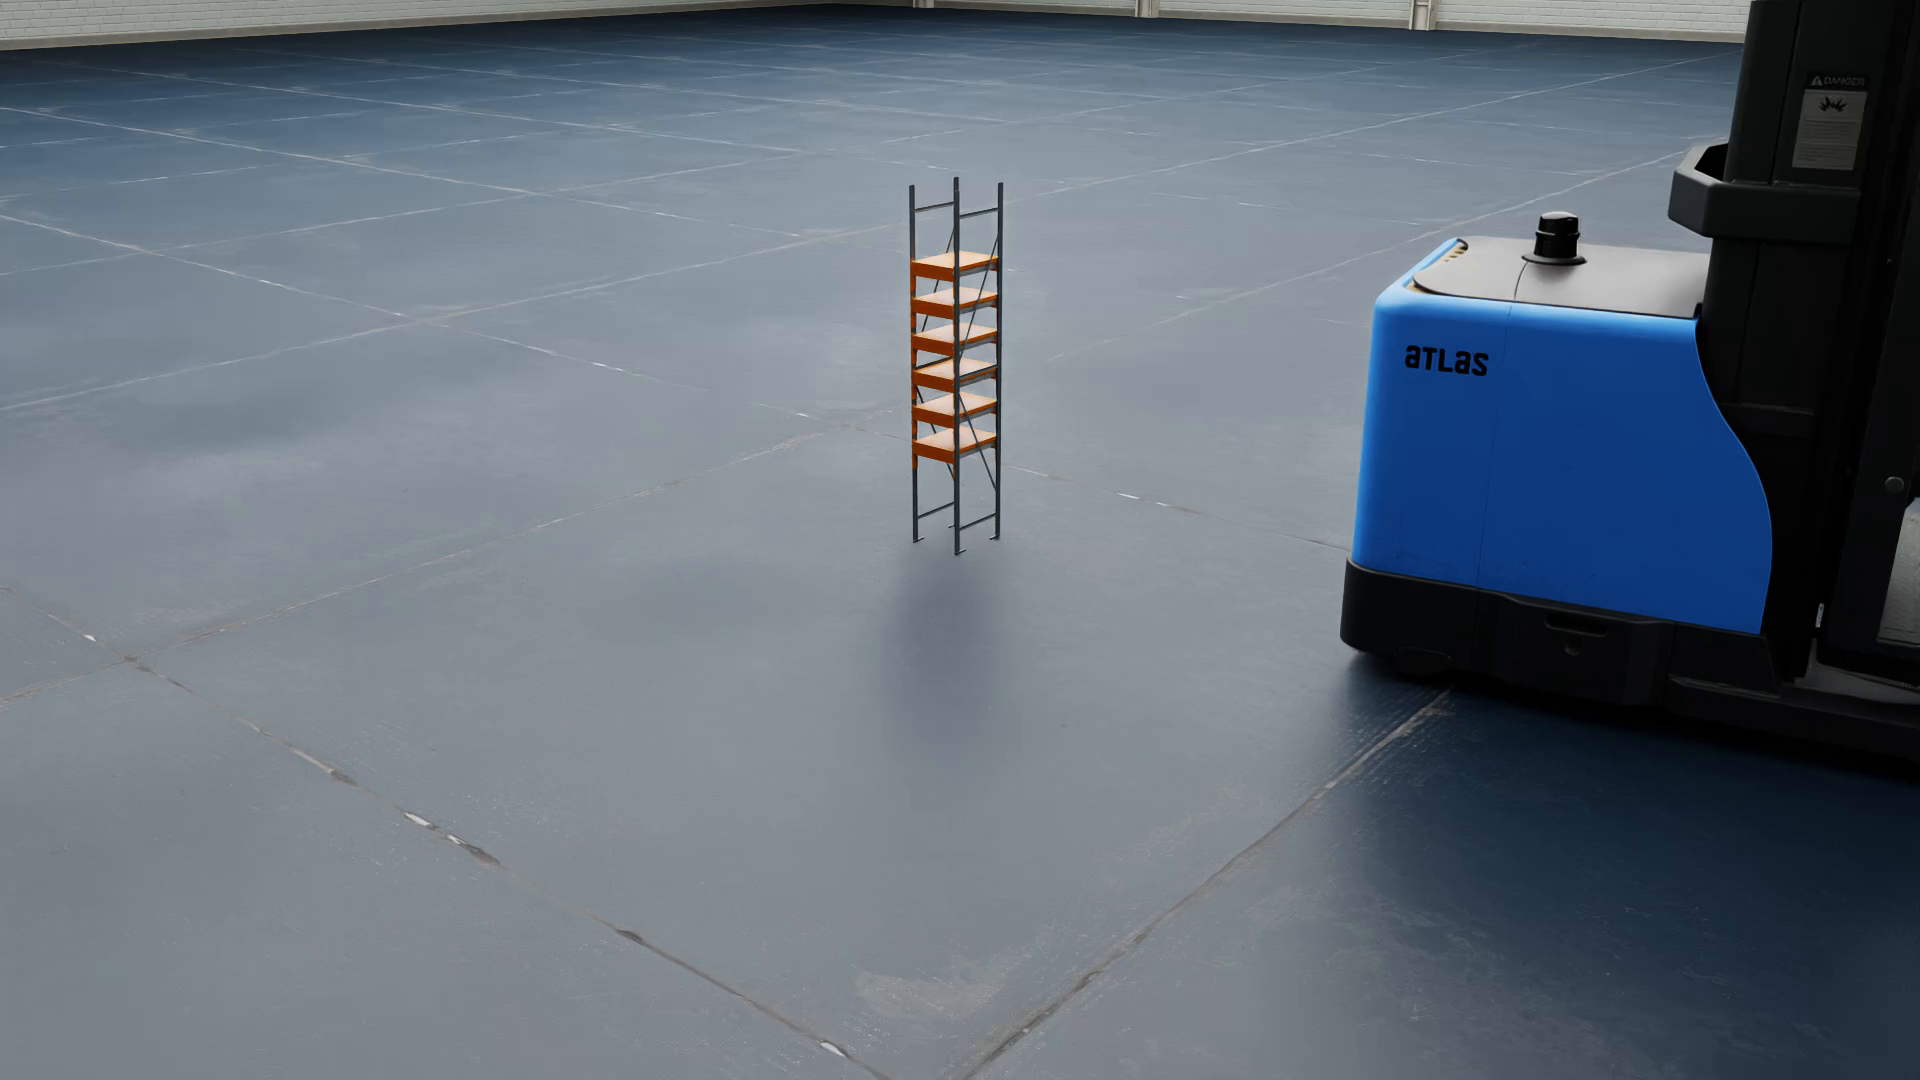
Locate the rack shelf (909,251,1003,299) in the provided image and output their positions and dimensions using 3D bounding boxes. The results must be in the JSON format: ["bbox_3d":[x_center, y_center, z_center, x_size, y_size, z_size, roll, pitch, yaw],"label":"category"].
[{"bbox_3d":[-0.011,-0.860,5.354,0.180,0.103,0.258,16,26,36],"label":"rack shelf"}]

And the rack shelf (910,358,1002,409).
[{"bbox_3d":[-0.011,-0.523,5.481,0.180,0.103,0.258,16,26,36],"label":"rack shelf"}]

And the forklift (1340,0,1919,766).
[{"bbox_3d":[2.632,-0.931,3.982,3.031,2.935,1.130,10,23,25],"label":"forklift"}]

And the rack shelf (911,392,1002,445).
[{"bbox_3d":[-0.011,-0.411,5.523,0.180,0.103,0.258,16,26,36],"label":"rack shelf"}]

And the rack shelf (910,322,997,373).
[{"bbox_3d":[-0.011,-0.635,5.438,0.180,0.103,0.258,16,26,36],"label":"rack shelf"}]

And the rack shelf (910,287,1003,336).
[{"bbox_3d":[-0.011,-0.748,5.396,0.180,0.103,0.258,16,26,36],"label":"rack shelf"}]

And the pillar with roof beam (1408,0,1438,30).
[{"bbox_3d":[5.757,-12.403,25.804,0.400,9.000,9.100,16,26,36],"label":"pillar with roof beam"}]

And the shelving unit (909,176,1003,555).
[{"bbox_3d":[-0.011,-0.565,5.465,0.189,1.200,0.258,16,26,36],"label":"shelving unit"}]

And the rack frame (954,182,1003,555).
[{"bbox_3d":[0.060,-0.544,5.411,0.006,1.200,0.240,16,26,36],"label":"rack frame"}]

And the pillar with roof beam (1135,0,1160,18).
[{"bbox_3d":[1.108,-13.741,29.354,0.400,9.000,9.100,16,26,36],"label":"pillar with roof beam"}]

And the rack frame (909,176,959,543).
[{"bbox_3d":[-0.082,-0.585,5.519,0.006,1.200,0.240,16,26,36],"label":"rack frame"}]

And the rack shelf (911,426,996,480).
[{"bbox_3d":[-0.011,-0.298,5.565,0.180,0.103,0.258,16,26,36],"label":"rack shelf"}]

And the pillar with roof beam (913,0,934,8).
[{"bbox_3d":[-3.540,-15.080,32.904,0.400,9.000,9.100,16,26,36],"label":"pillar with roof beam"}]
